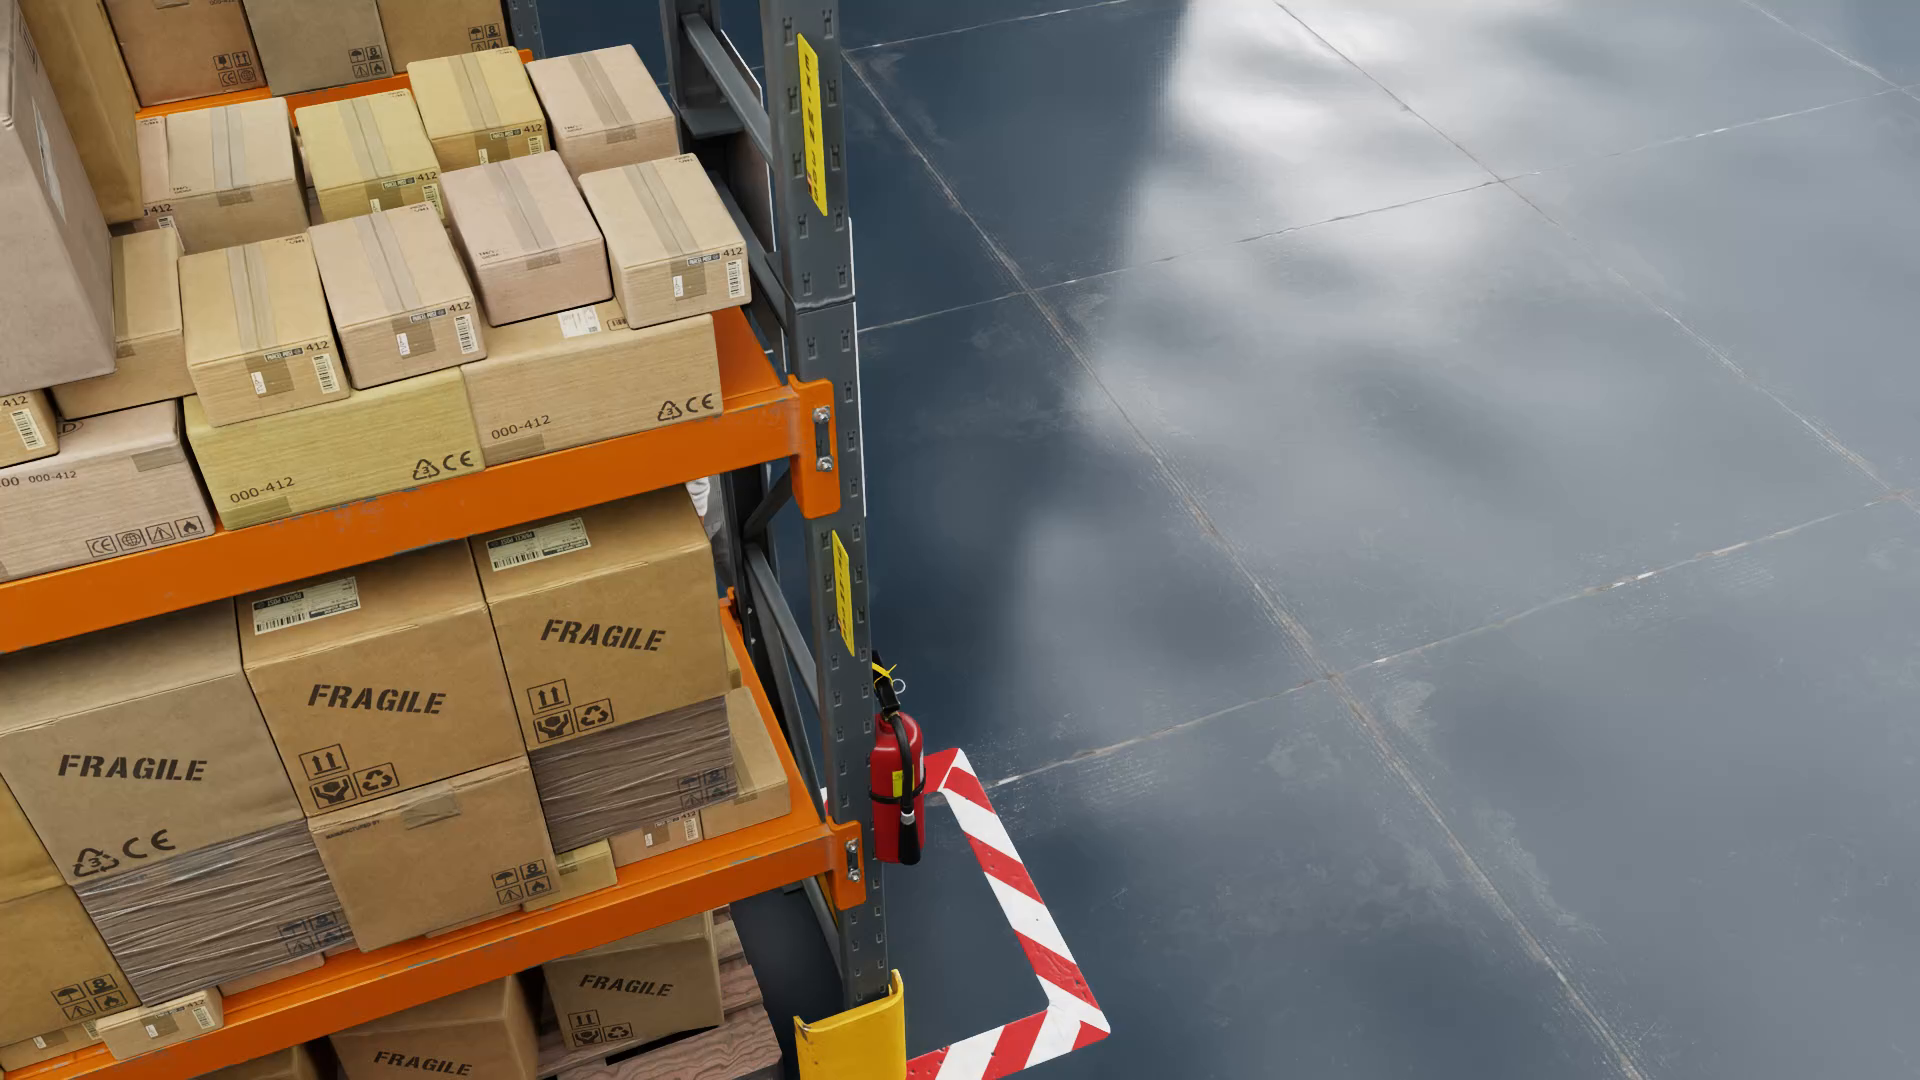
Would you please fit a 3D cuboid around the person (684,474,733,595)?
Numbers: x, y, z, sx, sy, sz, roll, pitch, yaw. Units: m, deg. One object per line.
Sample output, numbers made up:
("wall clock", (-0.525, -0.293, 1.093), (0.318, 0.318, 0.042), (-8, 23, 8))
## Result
("person", (-1.096, -0.147, 6.318), (0.619, 1.592, 0.449), (-1, 42, -1))
